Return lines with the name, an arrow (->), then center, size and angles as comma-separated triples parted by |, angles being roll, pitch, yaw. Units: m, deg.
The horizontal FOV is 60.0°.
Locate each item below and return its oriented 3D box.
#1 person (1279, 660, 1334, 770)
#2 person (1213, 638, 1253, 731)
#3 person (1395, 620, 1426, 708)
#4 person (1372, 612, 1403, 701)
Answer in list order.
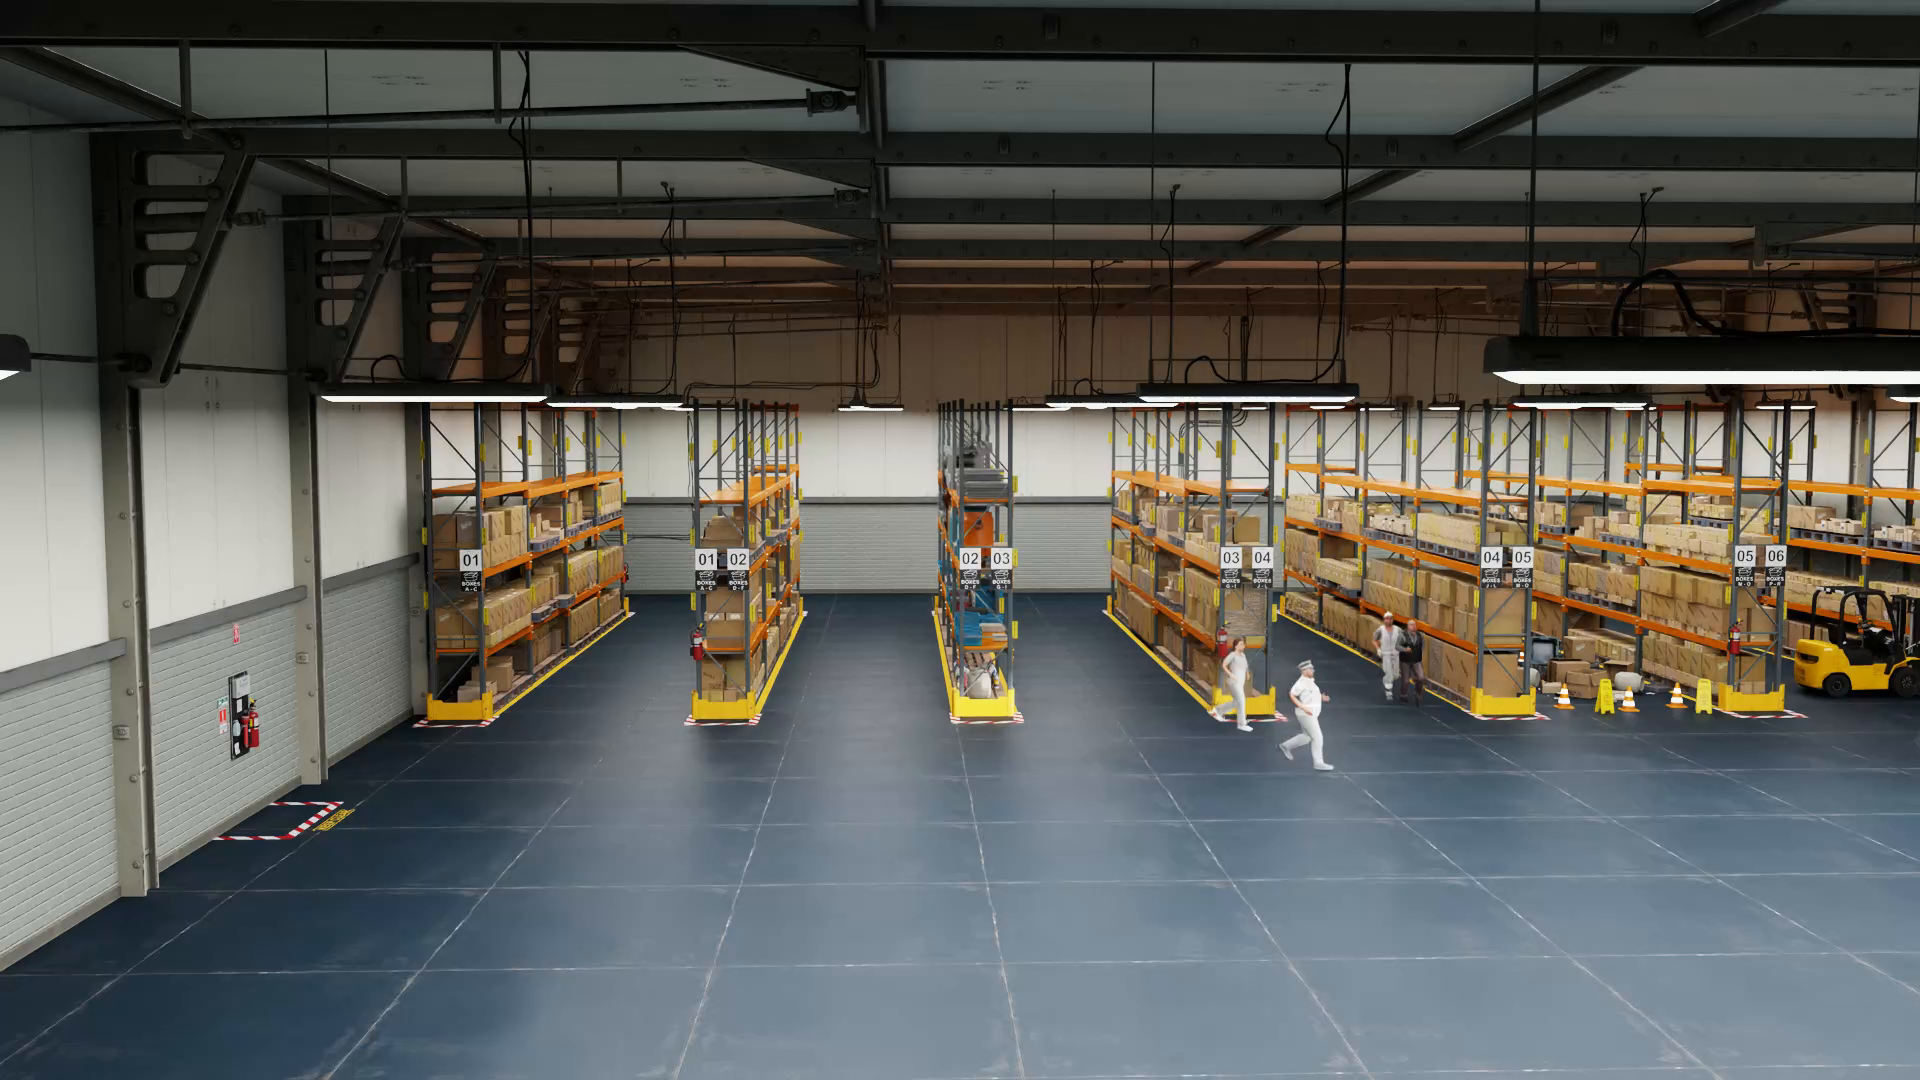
person -> 5.589, 2.799, 26.828 | 0.921, 1.752, 0.674 | 2, 5, 24
person -> 5.021, 2.612, 30.343 | 0.844, 1.661, 0.620 | 4, 6, 41
person -> 8.819, 2.411, 32.522 | 0.676, 1.733, 0.804 | 0, 4, 0
person -> 8.613, 2.319, 33.412 | 0.651, 1.758, 0.635 | 0, 4, -1
